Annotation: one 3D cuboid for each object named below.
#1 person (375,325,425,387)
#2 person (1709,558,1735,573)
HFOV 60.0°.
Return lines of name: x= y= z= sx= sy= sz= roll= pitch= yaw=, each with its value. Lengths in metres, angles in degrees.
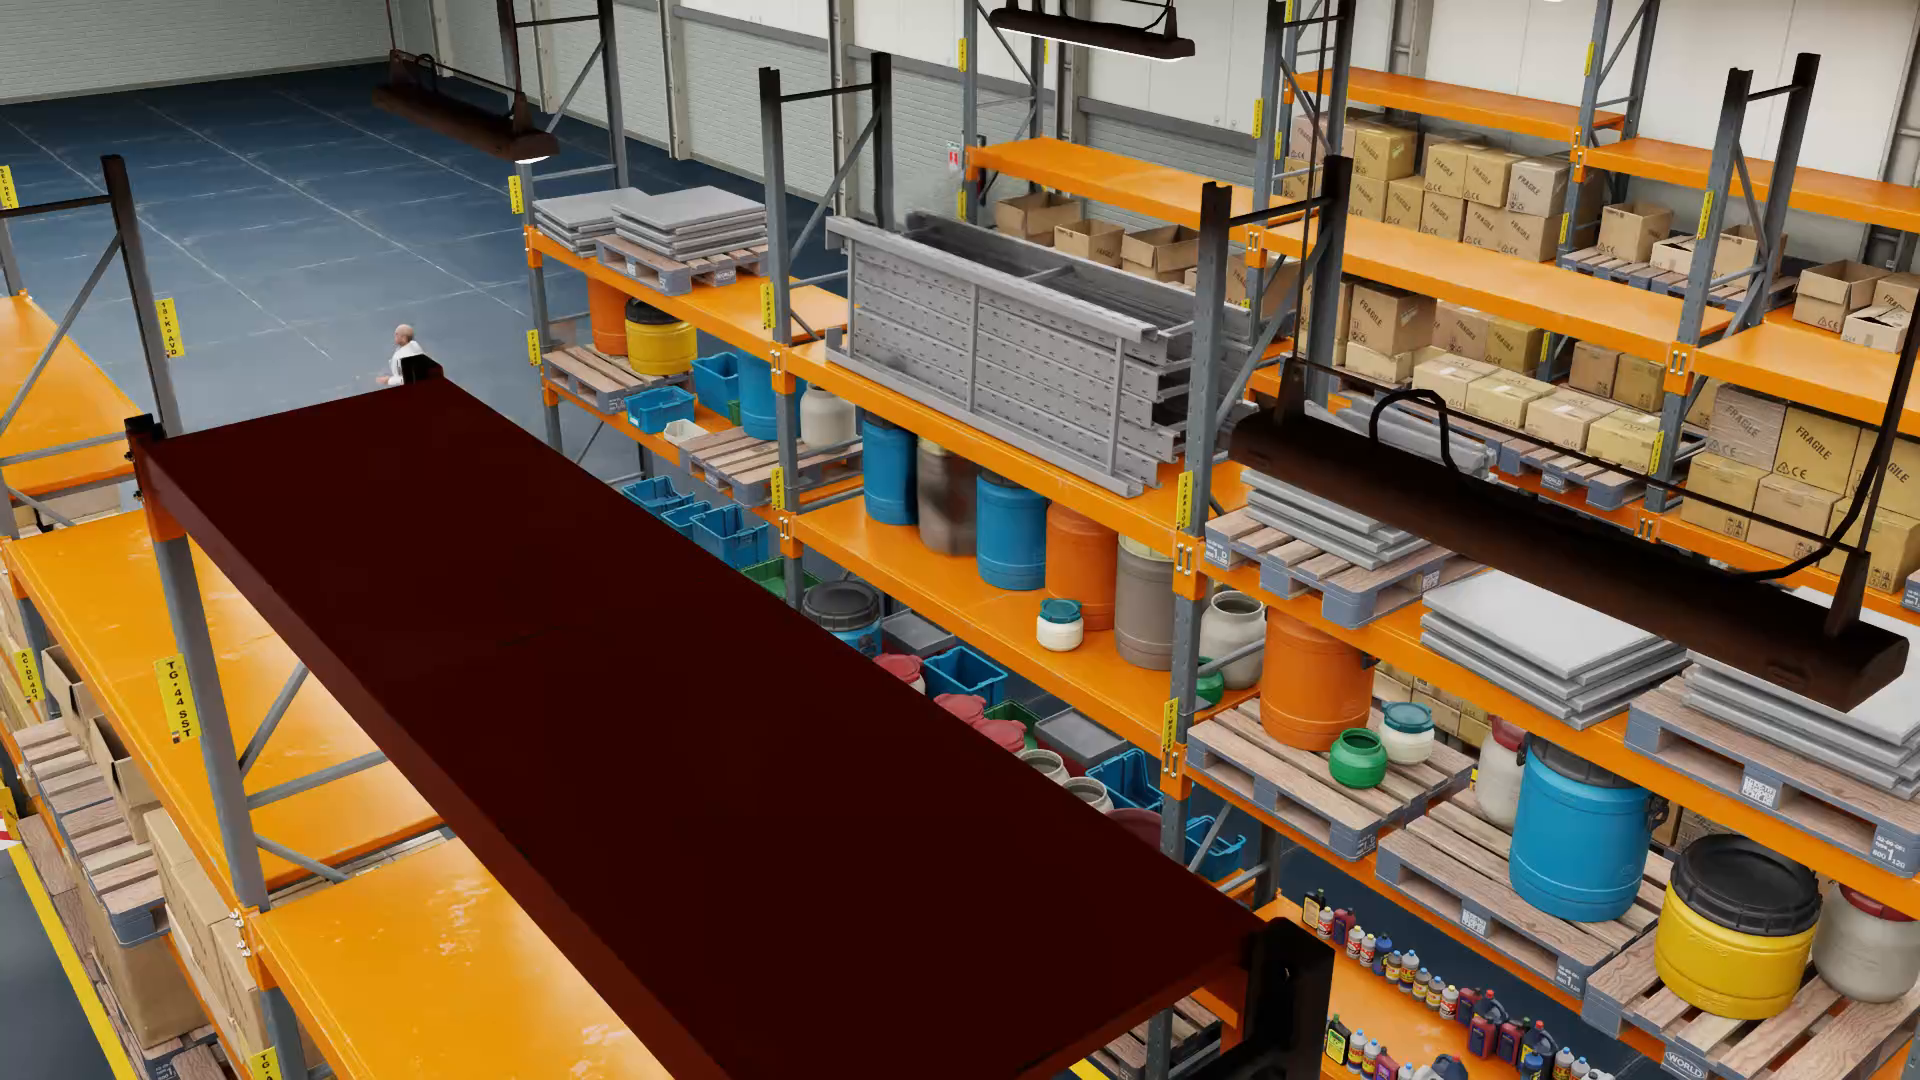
person: x=-6.541 y=-1.732 z=19.835 sx=0.902 sy=1.746 sz=0.720 roll=-6 pitch=26 yaw=-12
person: x=6.758 y=0.564 z=15.108 sx=0.673 sy=1.740 sz=0.657 roll=21 pitch=33 yaw=37
